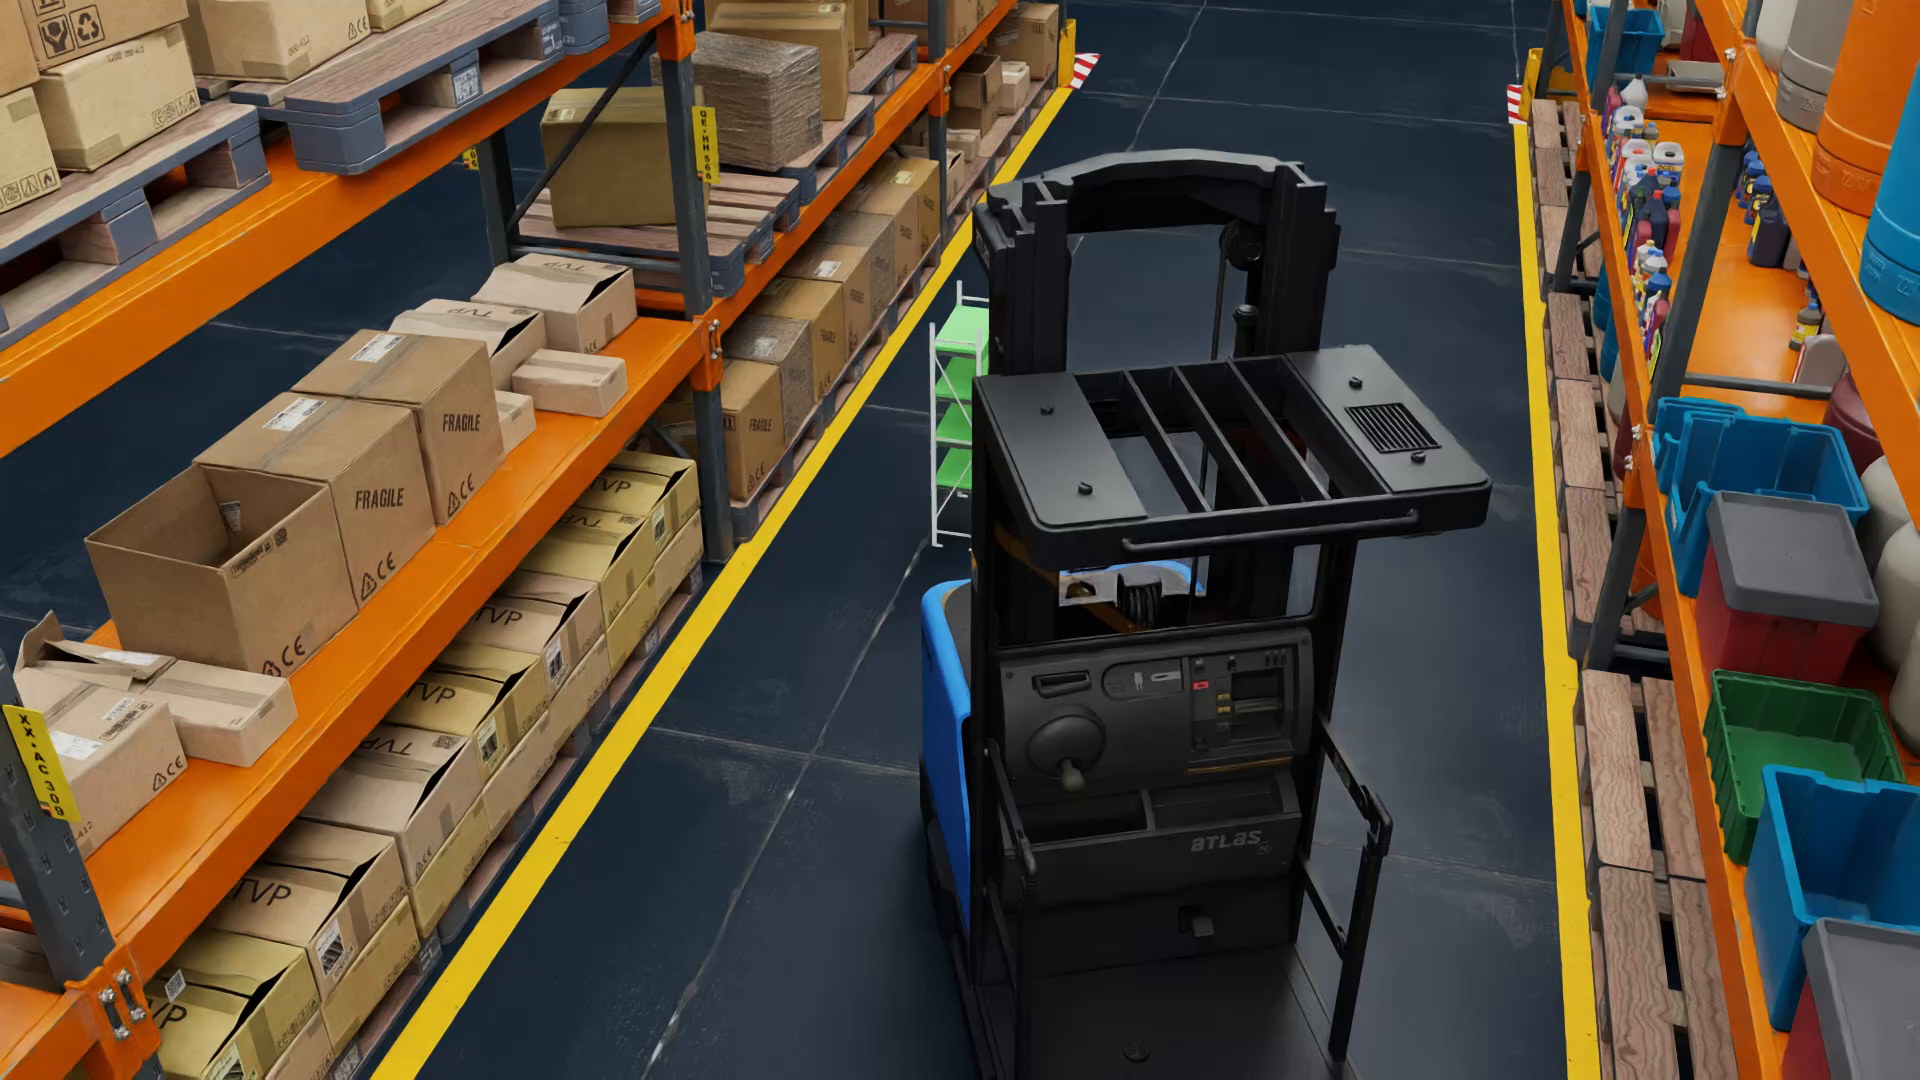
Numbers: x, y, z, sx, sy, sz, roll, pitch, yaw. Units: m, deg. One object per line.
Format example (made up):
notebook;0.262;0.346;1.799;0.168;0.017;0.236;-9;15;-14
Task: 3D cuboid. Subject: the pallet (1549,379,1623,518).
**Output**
pallet;3.659;-0.435;8.737;1.003;0.211;1.213;8;33;12

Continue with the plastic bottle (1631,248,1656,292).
plastic bottle;3.131;-1.230;7.574;0.097;0.201;0.097;0;32;0

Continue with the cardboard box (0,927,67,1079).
cardboard box;-2.793;1.331;5.009;0.500;0.311;0.500;8;33;12

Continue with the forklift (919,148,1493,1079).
forklift;0.619;0.553;4.647;1.130;2.935;3.031;-6;33;-9

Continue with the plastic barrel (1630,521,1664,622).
plastic barrel;3.295;-0.083;7.216;0.600;0.830;0.708;8;33;12

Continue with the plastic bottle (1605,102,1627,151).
plastic bottle;3.626;-2.273;9.149;0.097;0.271;0.097;0;32;0

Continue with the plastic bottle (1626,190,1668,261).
plastic bottle;3.248;-1.483;7.833;0.144;0.351;0.185;8;33;12

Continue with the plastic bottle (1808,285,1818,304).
plastic bottle;3.875;-1.177;7.426;0.097;0.271;0.097;0;32;0

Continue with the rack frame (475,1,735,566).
rack frame;-1.603;-1.242;7.408;1.000;3.000;0.127;8;33;12

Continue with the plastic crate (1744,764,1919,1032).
plastic crate;2.151;0.902;4.050;0.392;0.384;0.575;8;33;12

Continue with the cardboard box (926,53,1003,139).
cardboard box;-0.116;-3.426;12.759;0.797;0.503;0.637;8;33;12

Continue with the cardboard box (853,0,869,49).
cardboard box;-0.924;-3.322;10.195;0.700;0.500;0.500;-3;33;-4

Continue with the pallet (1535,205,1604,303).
pallet;4.351;-1.852;10.966;1.003;0.211;1.213;8;33;12

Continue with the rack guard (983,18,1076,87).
rack guard;0.408;-4.299;14.547;1.175;0.500;0.348;8;33;12

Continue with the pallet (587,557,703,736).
pallet;-1.850;0.357;7.492;1.003;0.211;1.213;8;33;12

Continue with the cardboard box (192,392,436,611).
cardboard box;-2.147;-0.138;5.578;0.500;0.500;0.500;8;33;12

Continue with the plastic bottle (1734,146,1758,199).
plastic bottle;4.069;-1.895;8.554;0.097;0.271;0.097;0;32;0

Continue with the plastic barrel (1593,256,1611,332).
plastic barrel;4.048;-1.653;9.619;0.600;0.901;0.708;8;33;12

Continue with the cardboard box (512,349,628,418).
cardboard box;-1.564;-0.632;6.682;0.380;0.149;0.250;8;33;12

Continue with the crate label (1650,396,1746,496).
crate label;2.718;-0.328;6.125;0.303;0.233;0.416;8;33;12

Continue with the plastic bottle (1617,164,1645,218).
plastic bottle;3.367;-1.742;8.313;0.097;0.271;0.097;0;32;0

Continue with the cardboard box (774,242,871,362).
cardboard box;-0.824;-1.374;9.535;0.500;0.500;0.500;7;33;11

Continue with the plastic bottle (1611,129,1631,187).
plastic bottle;3.471;-1.999;8.707;0.061;0.283;0.133;8;33;12

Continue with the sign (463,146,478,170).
sign;-2.130;-1.766;7.227;0.100;0.325;0.005;8;33;12

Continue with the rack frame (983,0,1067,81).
rack frame;0.427;-5.393;13.938;1.000;3.000;0.127;8;33;12

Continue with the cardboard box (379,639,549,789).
cardboard box;-1.883;0.602;6.156;0.500;0.311;0.500;9;34;14

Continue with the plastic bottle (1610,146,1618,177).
plastic bottle;3.518;-2.022;8.820;0.097;0.201;0.097;0;32;0

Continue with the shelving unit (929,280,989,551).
shelving unit;0.042;-0.592;8.063;0.258;1.200;0.503;8;33;12

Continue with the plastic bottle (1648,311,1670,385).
plastic bottle;2.877;-0.785;6.797;0.061;0.283;0.133;8;33;12

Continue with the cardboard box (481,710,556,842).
cardboard box;-1.886;0.843;6.299;0.500;0.250;0.500;9;33;13

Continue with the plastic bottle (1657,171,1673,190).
plastic bottle;3.548;-1.761;8.409;0.097;0.201;0.097;0;32;0

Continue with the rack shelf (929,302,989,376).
rack shelf;0.042;-0.943;7.840;0.258;0.148;0.480;8;33;12

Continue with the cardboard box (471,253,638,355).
cardboard box;-1.738;-1.022;7.144;0.500;0.311;0.500;10;34;15

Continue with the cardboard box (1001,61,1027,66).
cardboard box;0.338;-3.870;13.772;0.380;0.166;0.250;8;33;12

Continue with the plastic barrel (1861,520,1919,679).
plastic barrel;3.026;0.169;5.085;0.421;0.512;0.421;0;32;0

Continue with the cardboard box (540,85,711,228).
cardboard box;-1.552;-1.804;7.807;0.700;0.500;0.500;-3;33;-4

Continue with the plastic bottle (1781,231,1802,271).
plastic bottle;3.962;-1.414;7.793;0.152;0.276;0.135;8;33;12

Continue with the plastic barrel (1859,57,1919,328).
plastic barrel;2.423;-0.940;3.669;0.600;0.901;0.708;8;33;12

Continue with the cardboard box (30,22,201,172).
cardboard box;-2.316;-1.150;4.215;0.500;0.250;0.500;5;33;8

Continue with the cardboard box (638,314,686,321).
cardboard box;-1.582;-1.236;8.620;0.500;0.250;0.500;9;34;14

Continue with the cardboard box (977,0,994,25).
cardboard box;-0.068;-3.853;11.422;0.500;0.500;0.500;9;33;13

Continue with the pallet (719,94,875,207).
pallet;-1.114;-2.171;9.048;1.003;0.211;1.213;8;33;12

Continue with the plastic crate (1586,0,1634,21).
plastic crate;4.354;-3.500;11.150;0.293;0.136;0.466;8;33;12

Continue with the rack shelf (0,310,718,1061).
rack shelf;-2.111;0.099;5.968;1.077;0.370;4.000;8;33;12

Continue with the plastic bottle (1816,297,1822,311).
plastic bottle;3.724;-0.997;7.142;0.097;0.271;0.097;0;32;0

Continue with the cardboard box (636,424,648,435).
cardboard box;-1.593;-0.890;8.774;0.500;0.500;0.500;9;34;14

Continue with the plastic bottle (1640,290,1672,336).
plastic bottle;3.007;-0.978;7.177;0.097;0.201;0.097;0;32;0

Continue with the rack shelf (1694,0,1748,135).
rack shelf;3.695;-2.566;7.365;1.077;0.370;4.000;8;33;12

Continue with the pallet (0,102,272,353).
pallet;-2.407;-0.811;4.112;0.805;0.209;1.217;7;33;10

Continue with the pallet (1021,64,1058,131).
pallet;0.207;-3.763;13.973;1.003;0.211;1.213;8;33;12
